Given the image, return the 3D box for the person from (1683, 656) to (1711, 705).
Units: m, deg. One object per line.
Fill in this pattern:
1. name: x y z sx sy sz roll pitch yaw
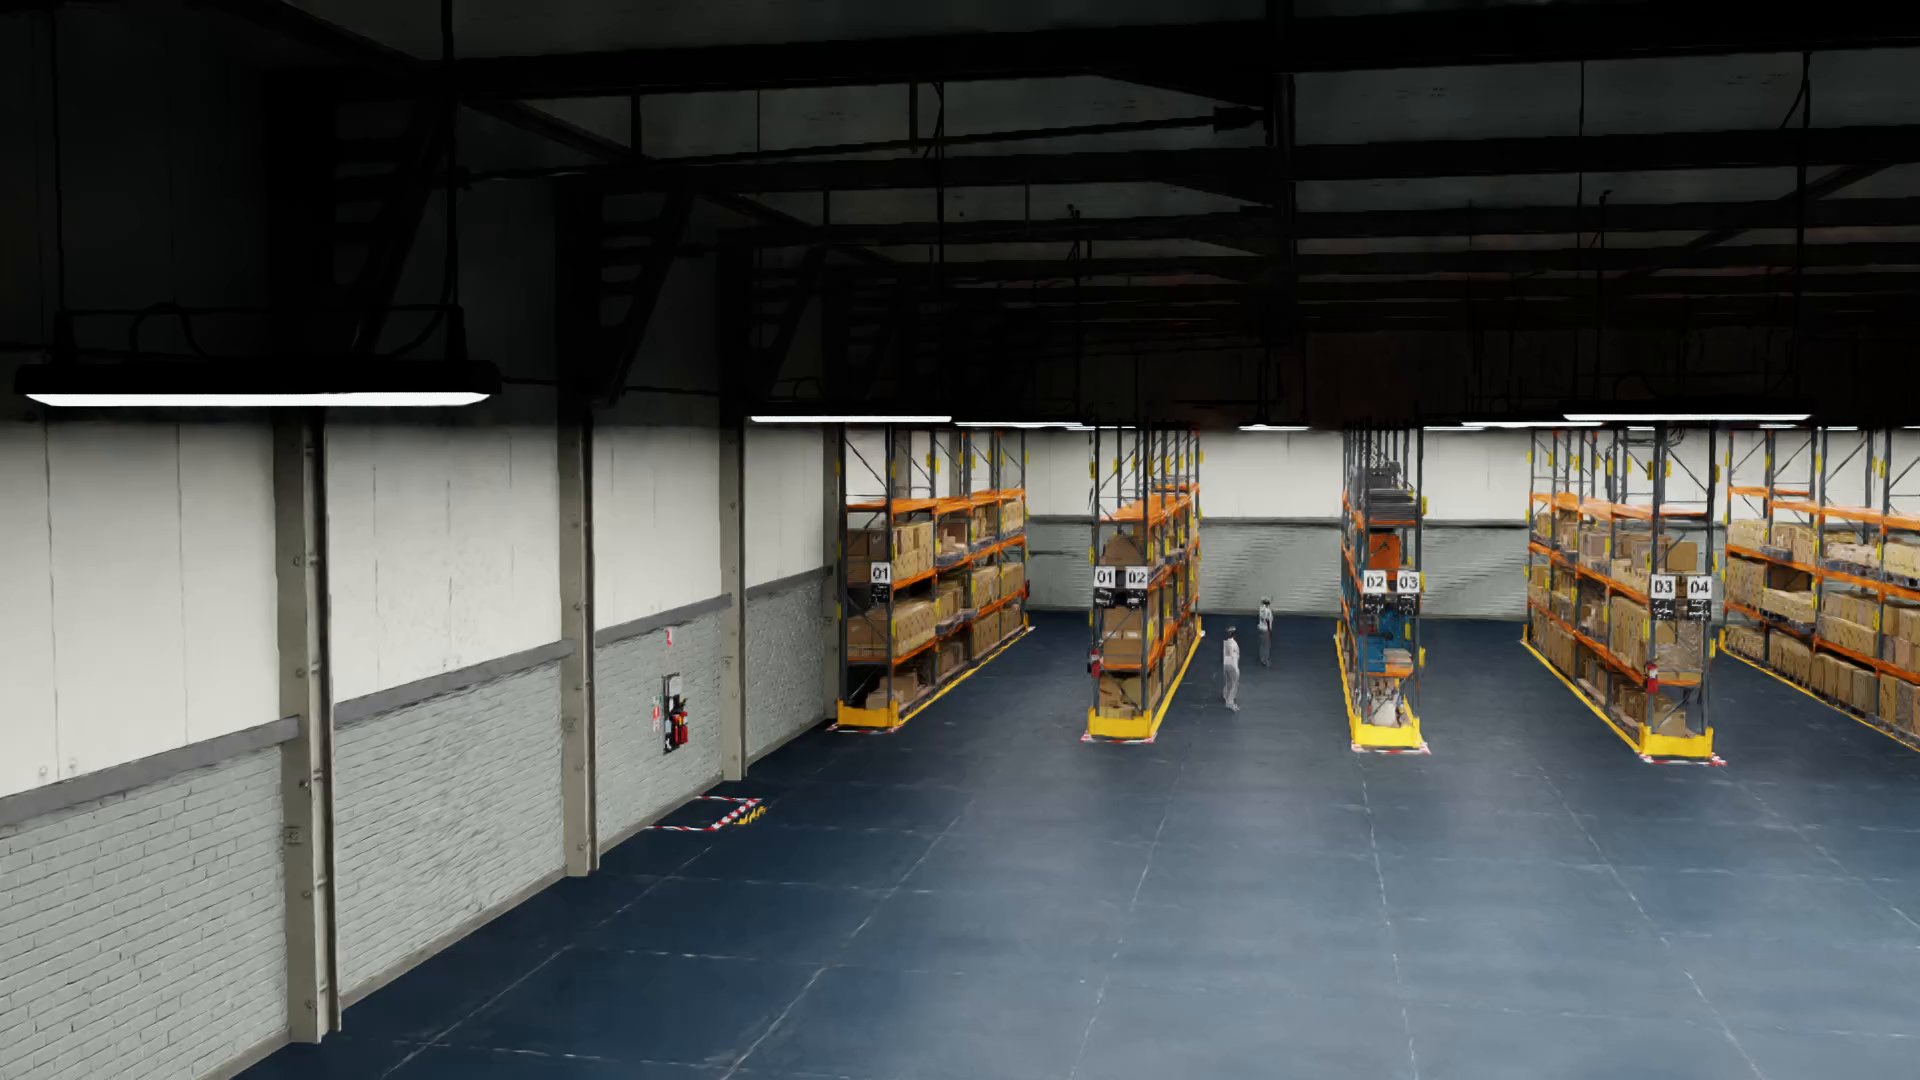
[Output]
1. person: 15.512 2.650 35.034 0.587 1.607 0.662 0 4 3

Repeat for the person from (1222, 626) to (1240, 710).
1. person: 5.642 2.667 34.546 0.361 1.726 0.538 -1 4 -17

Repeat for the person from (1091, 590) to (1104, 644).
1. person: 3.758 1.958 44.886 0.452 1.679 0.538 -1 4 -14

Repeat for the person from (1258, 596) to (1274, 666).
1. person: 7.553 2.252 41.017 0.368 1.737 0.532 -1 4 -16
